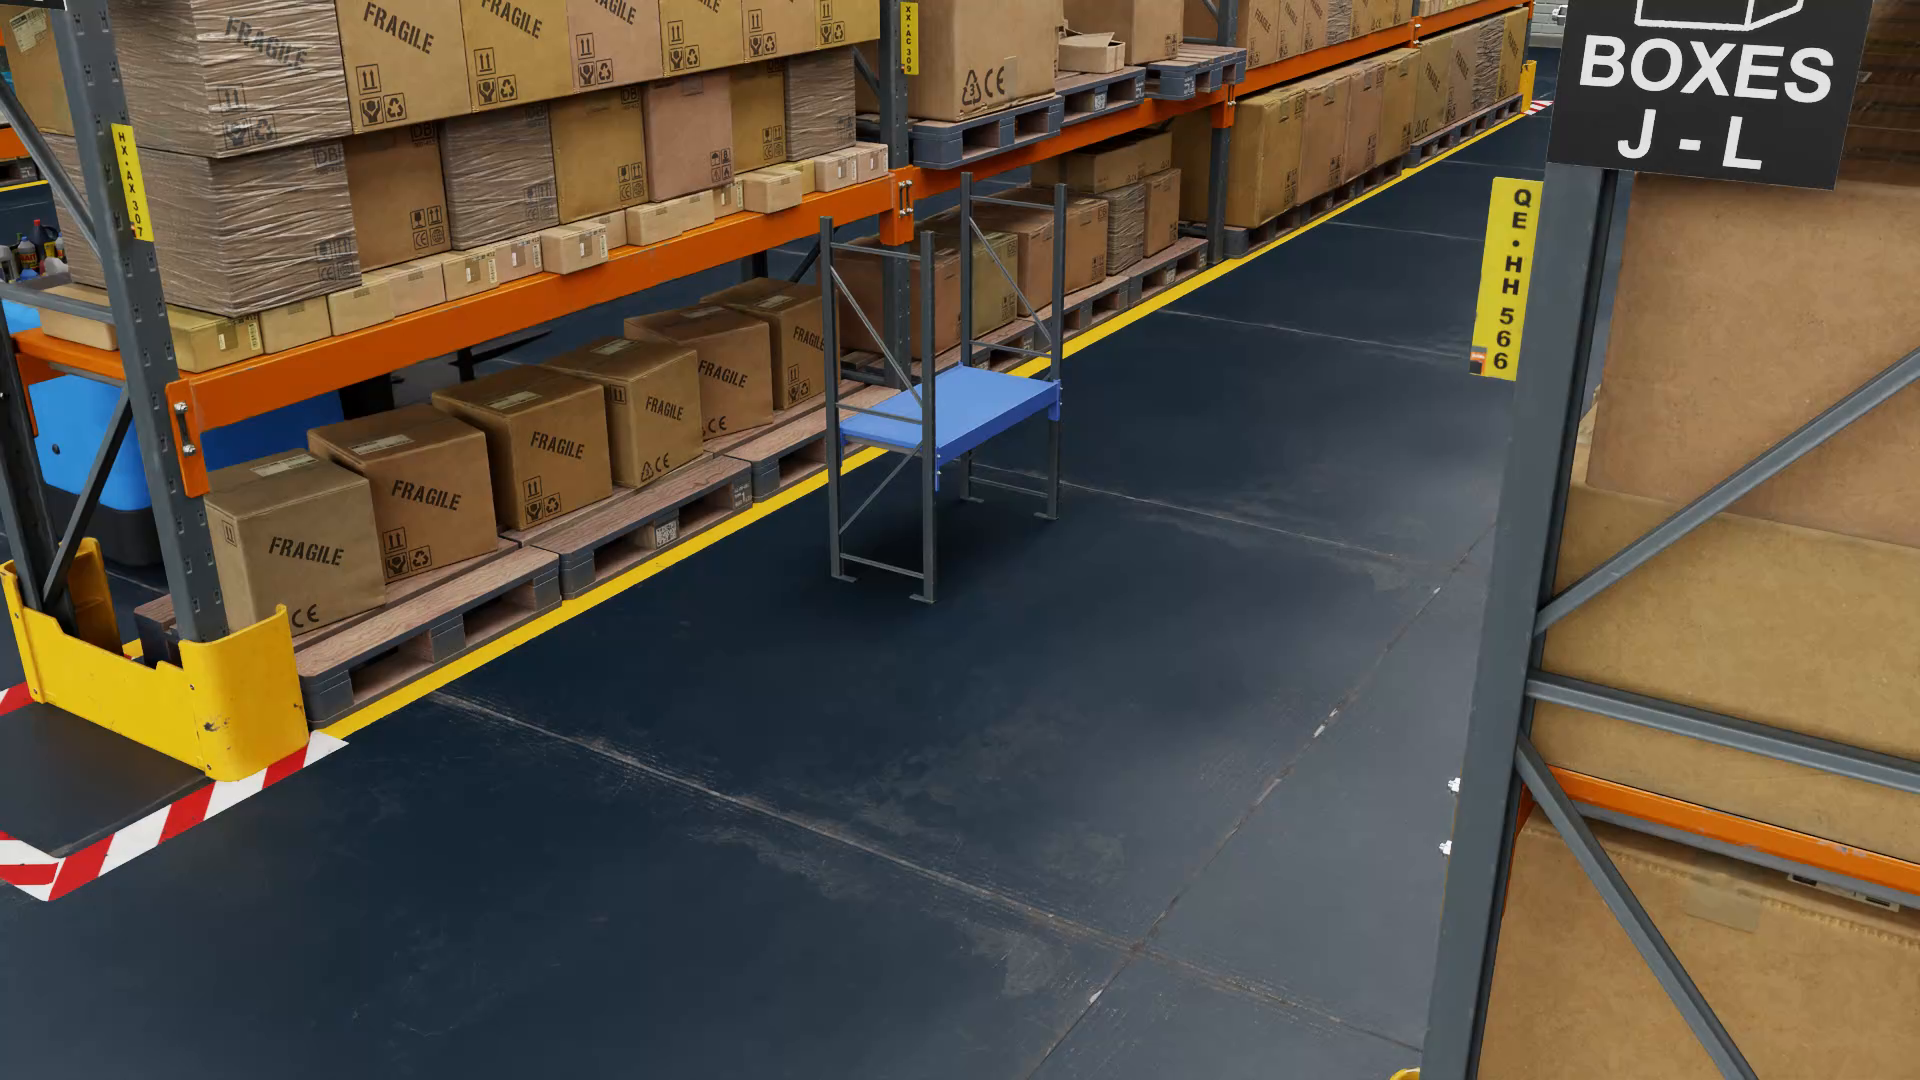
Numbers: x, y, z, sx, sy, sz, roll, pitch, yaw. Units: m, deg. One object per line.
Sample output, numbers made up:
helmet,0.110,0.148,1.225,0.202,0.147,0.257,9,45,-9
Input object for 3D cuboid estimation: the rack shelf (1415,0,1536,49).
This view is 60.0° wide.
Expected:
rack shelf,4.568,-5.127,16.223,1.077,0.370,4.000,14,27,29

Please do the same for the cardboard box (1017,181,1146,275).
cardboard box,0.785,-2.067,10.841,0.700,0.500,0.500,11,26,25

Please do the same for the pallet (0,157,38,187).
pallet,-8.765,-3.136,14.229,1.003,0.211,1.213,14,27,29

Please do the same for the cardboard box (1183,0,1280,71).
cardboard box,1.891,-3.585,11.629,0.500,0.500,0.500,15,27,30

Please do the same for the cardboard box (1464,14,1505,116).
cardboard box,4.874,-4.810,16.731,0.875,0.875,0.875,14,27,29

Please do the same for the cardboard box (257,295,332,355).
cardboard box,-2.315,-0.743,5.507,0.380,0.149,0.250,14,27,29

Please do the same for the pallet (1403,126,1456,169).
pallet,3.981,-3.743,15.630,1.003,0.211,1.213,14,27,29

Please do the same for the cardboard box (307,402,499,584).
cardboard box,-2.187,-0.194,6.540,0.500,0.500,0.500,-20,31,-39

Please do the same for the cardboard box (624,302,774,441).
cardboard box,-1.247,-0.806,7.954,0.500,0.500,0.500,-18,29,-36

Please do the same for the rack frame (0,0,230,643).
rack frame,-2.816,-0.732,5.165,1.000,3.000,0.127,14,27,29

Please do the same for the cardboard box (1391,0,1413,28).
cardboard box,3.499,-4.613,14.004,0.500,0.500,0.500,14,27,29

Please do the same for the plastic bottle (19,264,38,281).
plastic bottle,-5.463,-1.484,9.783,0.097,0.271,0.097,0,23,0

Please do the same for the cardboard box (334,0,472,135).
cardboard box,-2.025,-1.669,5.571,0.500,0.500,0.500,14,27,29

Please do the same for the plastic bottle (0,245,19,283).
plastic bottle,-5.877,-1.657,10.176,0.152,0.276,0.135,14,27,29

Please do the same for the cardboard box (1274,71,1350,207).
cardboard box,2.262,-3.177,12.960,1.225,0.875,0.875,14,27,29

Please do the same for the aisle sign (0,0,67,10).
aisle sign,-2.594,-1.841,4.455,0.394,0.787,0.004,14,27,29

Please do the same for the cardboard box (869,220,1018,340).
cardboard box,-0.097,-1.496,9.524,0.700,0.500,0.500,14,27,29

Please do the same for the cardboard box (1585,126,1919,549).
cardboard box,1.573,-0.340,2.711,0.875,0.550,0.550,14,27,29

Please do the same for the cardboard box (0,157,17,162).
cardboard box,-8.426,-3.347,14.137,0.500,0.250,0.500,15,27,30

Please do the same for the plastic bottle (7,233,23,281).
plastic bottle,-5.915,-1.779,10.449,0.061,0.283,0.133,15,28,31

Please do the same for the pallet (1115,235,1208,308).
pallet,0.990,-1.889,11.348,1.003,0.211,1.213,14,27,29

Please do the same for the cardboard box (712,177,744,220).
cardboard box,-1.174,-1.514,7.287,0.380,0.149,0.250,14,27,29

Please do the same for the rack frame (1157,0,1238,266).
rack frame,1.404,-3.432,11.402,1.000,3.000,0.127,14,27,29

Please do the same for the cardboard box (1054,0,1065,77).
cardboard box,0.129,-2.926,9.576,0.797,0.503,0.637,17,29,34

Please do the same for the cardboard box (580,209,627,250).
cardboard box,-1.571,-1.261,6.703,0.380,0.149,0.250,14,27,29

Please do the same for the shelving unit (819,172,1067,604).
shelving unit,-0.045,-0.659,6.886,0.538,1.500,1.048,14,27,29

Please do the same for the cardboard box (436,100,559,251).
cardboard box,-2.041,-1.448,6.318,0.875,0.500,0.500,14,27,29

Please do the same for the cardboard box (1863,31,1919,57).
cardboard box,2.364,-0.912,4.032,0.875,0.550,0.500,14,27,29

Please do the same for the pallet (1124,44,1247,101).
pallet,1.118,-3.081,10.833,1.213,0.211,1.003,14,27,29

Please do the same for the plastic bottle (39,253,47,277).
plastic bottle,-5.461,-1.592,10.017,0.061,0.283,0.133,14,27,29

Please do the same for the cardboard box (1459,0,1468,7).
cardboard box,4.501,-5.050,15.456,0.380,0.149,0.250,13,27,28

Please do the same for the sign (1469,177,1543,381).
sign,0.890,-0.417,2.682,0.100,0.325,0.005,14,27,29

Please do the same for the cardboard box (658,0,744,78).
cardboard box,-1.237,-2.176,6.742,0.500,0.500,0.500,14,27,29

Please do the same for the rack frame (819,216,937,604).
rack frame,-0.313,-0.488,6.489,0.500,1.500,0.032,14,27,29

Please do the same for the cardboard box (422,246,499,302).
cardboard box,-1.919,-0.996,6.091,0.380,0.149,0.250,14,27,29

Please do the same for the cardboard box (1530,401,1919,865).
cardboard box,1.501,0.138,2.967,0.875,0.550,0.550,14,27,29

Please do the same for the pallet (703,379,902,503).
pallet,-1.031,-0.568,8.297,1.003,0.211,1.213,14,27,29

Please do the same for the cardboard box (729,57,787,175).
cardboard box,-1.290,-1.964,7.511,0.875,0.500,0.500,14,27,29

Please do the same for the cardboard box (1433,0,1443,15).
cardboard box,4.091,-4.786,14.845,0.380,0.149,0.250,13,27,27

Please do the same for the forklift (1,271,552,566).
forklift,-2.932,-1.770,7.649,1.130,2.935,3.031,15,28,31

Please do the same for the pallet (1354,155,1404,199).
pallet,3.170,-3.226,14.437,1.003,0.211,1.213,14,27,29

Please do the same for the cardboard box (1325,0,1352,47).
cardboard box,2.694,-4.101,12.823,0.500,0.500,0.500,14,27,29

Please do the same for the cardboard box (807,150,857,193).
cardboard box,-0.710,-1.750,7.833,0.380,0.149,0.250,14,27,29

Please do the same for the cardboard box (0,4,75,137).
cardboard box,-2.736,-1.611,5.436,0.500,0.500,0.500,14,27,29

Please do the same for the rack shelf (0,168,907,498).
rack shelf,-1.761,-1.077,6.867,1.077,0.370,4.000,14,27,29

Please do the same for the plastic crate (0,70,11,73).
plastic crate,-5.870,-2.624,9.802,0.450,0.188,0.662,14,27,29

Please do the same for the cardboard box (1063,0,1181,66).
cardboard box,0.943,-3.271,10.375,0.700,0.500,0.500,19,30,37

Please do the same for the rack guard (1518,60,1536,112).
rack guard,5.636,-4.993,18.155,1.175,0.500,0.348,14,27,29

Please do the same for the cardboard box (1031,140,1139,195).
cardboard box,0.804,-2.417,10.707,0.500,0.250,0.500,17,29,35
